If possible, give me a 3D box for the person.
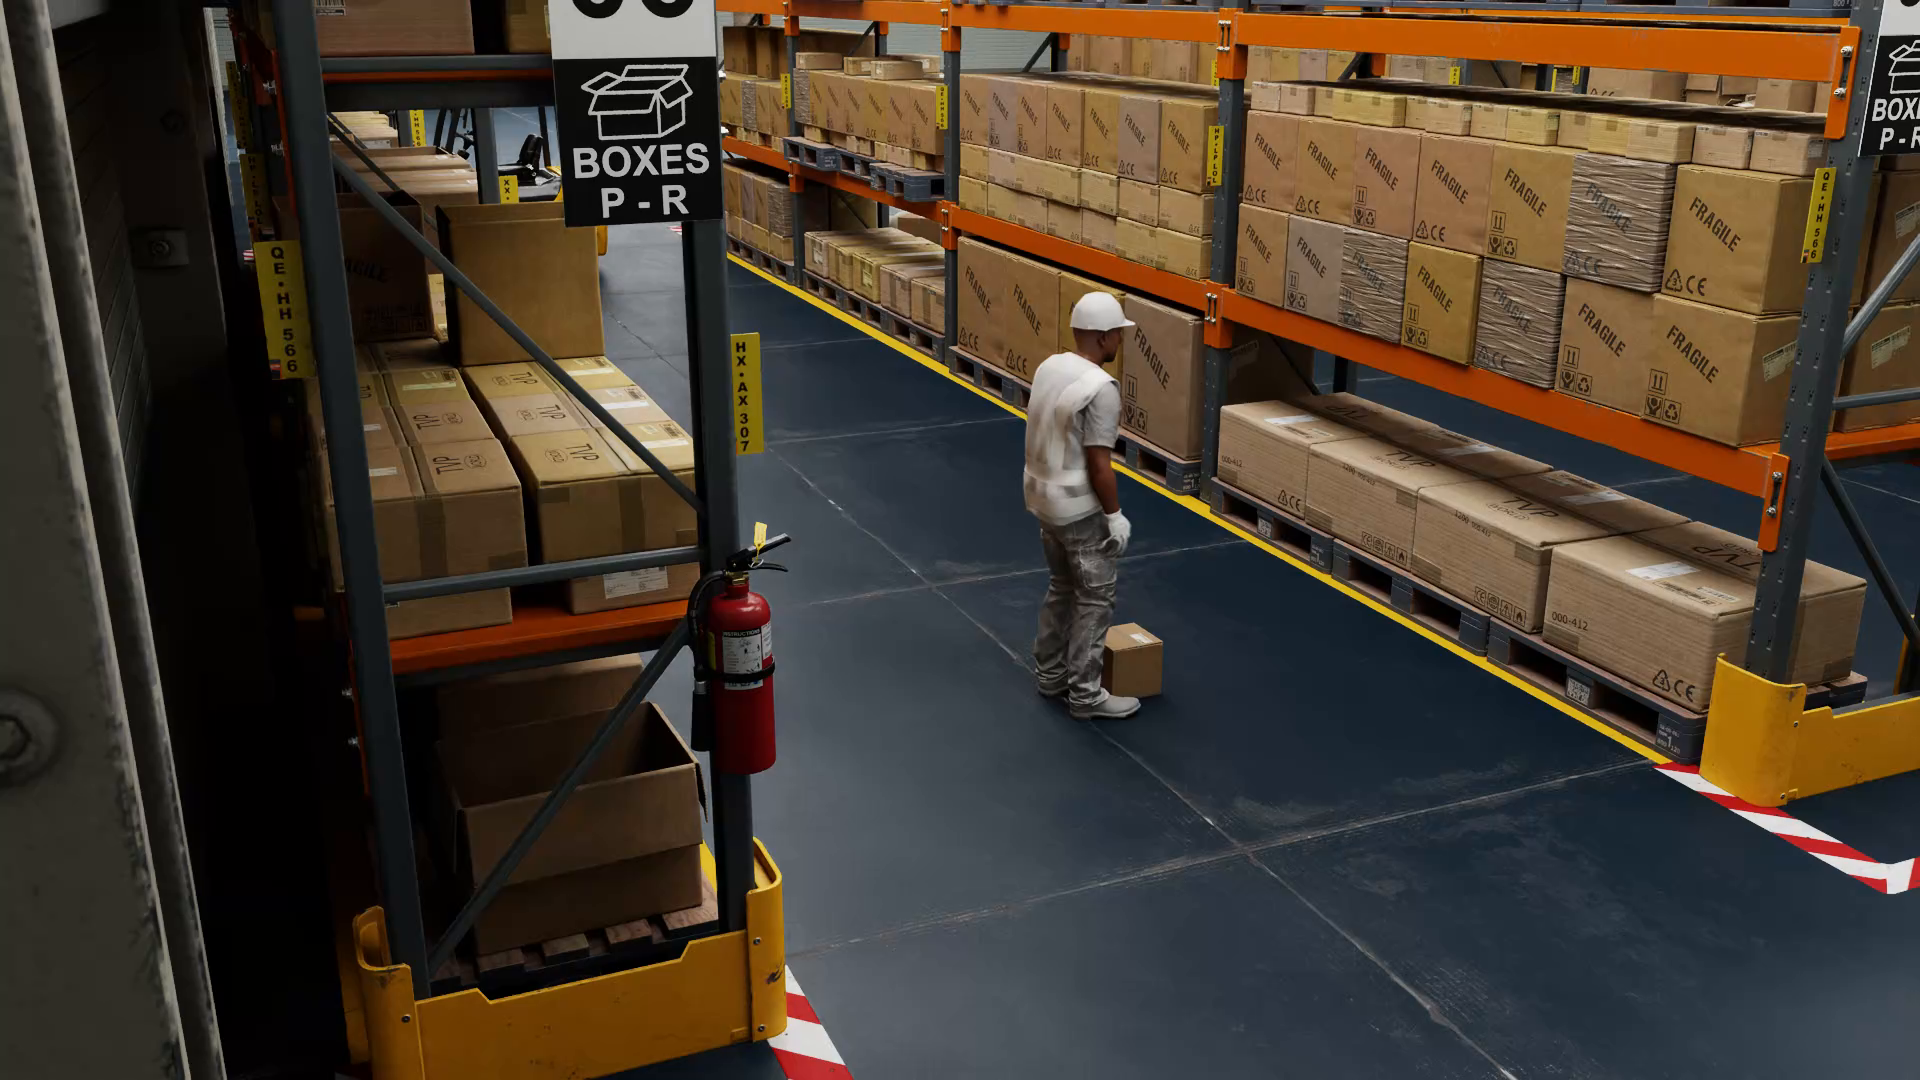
[{"bbox_3d":[0.512,-0.146,6.975,0.447,1.774,0.618,-8,20,-22],"label":"person"}]
